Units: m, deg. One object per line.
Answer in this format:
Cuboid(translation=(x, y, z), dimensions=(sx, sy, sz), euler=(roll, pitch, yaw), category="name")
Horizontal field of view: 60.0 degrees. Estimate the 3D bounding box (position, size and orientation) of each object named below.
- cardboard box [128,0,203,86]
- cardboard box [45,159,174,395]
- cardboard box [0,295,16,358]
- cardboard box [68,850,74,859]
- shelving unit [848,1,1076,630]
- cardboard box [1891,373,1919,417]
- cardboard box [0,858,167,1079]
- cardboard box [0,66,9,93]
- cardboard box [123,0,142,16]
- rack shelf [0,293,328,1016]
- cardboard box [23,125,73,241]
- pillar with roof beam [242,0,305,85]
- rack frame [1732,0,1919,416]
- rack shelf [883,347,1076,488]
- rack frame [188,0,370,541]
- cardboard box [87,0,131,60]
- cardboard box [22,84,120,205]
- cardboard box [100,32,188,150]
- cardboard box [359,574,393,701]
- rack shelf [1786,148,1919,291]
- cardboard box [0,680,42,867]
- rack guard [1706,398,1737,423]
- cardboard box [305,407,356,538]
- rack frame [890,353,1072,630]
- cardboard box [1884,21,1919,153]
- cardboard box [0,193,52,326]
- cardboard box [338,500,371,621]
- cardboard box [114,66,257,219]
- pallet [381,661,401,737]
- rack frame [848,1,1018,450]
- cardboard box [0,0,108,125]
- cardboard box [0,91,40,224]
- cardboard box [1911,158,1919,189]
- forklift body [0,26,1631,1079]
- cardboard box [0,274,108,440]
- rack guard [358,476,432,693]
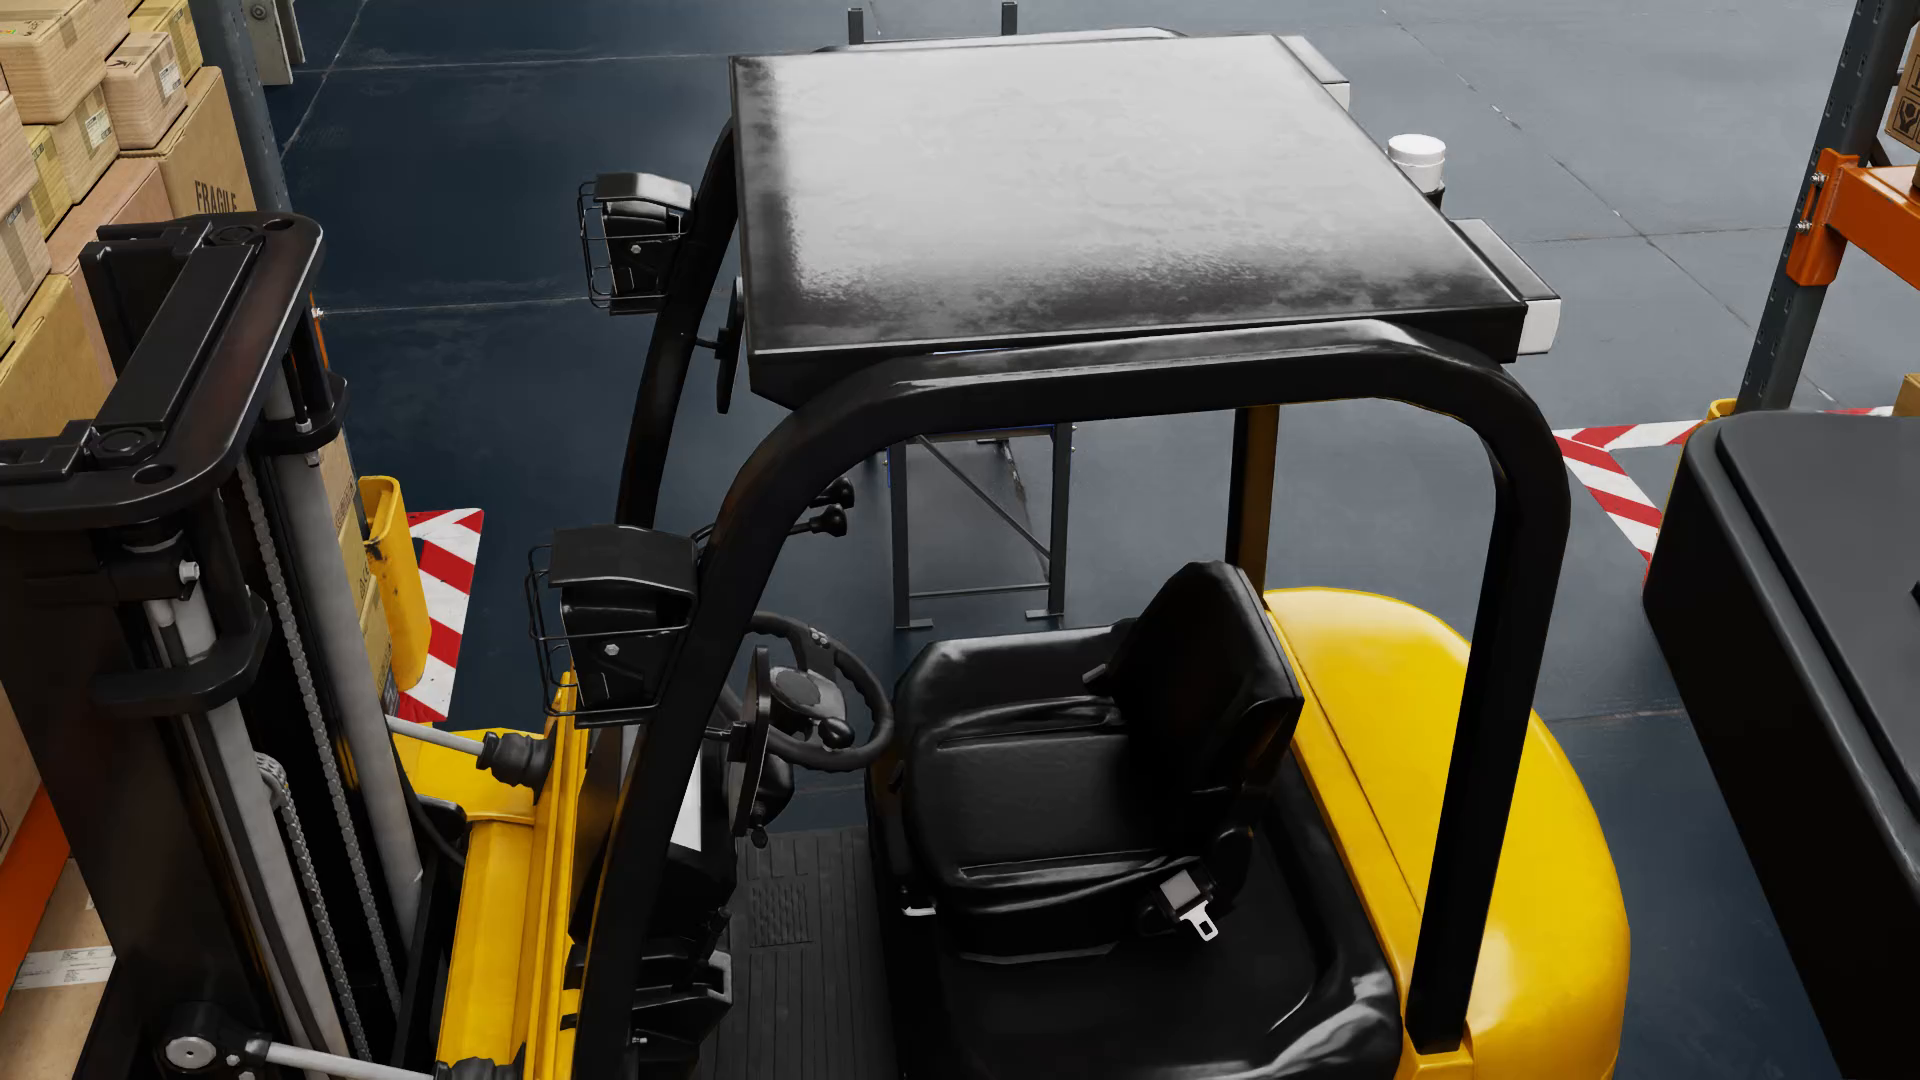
Cuboid(translation=(-1.782, -0.993, 3.379), dimensions=(0.380, 0.149, 0.250), euler=(-4, 34, -6), category="cardboard box")
Cuboid(translation=(-1.719, -0.352, 3.015), dimensions=(0.500, 0.500, 0.500), euler=(-3, 34, -5), category="cardboard box")
Cuboid(translation=(-1.585, -0.279, 2.331), dimensions=(0.380, 0.149, 0.250), euler=(-4, 34, -6), category="cardboard box")
Cuboid(translation=(-1.583, 0.492, 3.045), dimensions=(0.500, 0.250, 0.500), euler=(-4, 34, -6), category="cardboard box")
Cuboid(translation=(-0.011, -0.667, 4.897), dimensions=(0.538, 1.500, 1.048), euler=(-4, 35, -6), category="shelving unit")
Cuboid(translation=(2.650, -0.097, 4.131), dimensions=(0.500, 0.500, 0.500), euler=(-5, 35, -8), category="cardboard box")
Cuboid(translation=(-1.522, 0.776, 2.629), dimensions=(0.500, 0.250, 0.500), euler=(-5, 35, -7), category="cardboard box")
Cuboid(translation=(-1.763, -0.681, 2.656), dimensions=(0.380, 0.149, 0.250), euler=(-4, 34, -6), category="cardboard box")
Cuboid(translation=(-1.849, -1.104, 3.278), dimensions=(0.380, 0.149, 0.250), euler=(-4, 35, -6), category="cardboard box")
Cuboid(translation=(-1.837, 0.557, 2.407), dimensions=(1.077, 0.370, 4.000), euler=(-4, 35, -6), category="rack shelf")
Cuboid(translation=(-1.722, -0.564, 2.749), dimensions=(0.380, 0.149, 0.250), euler=(-5, 35, -7), category="cardboard box")
Cuboid(translation=(0.553, -6.552, 6.874), dimensions=(9.100, 9.000, 0.400), euler=(-4, 35, -6), category="pillar with roof beam")
Cuboid(translation=(2.812, -1.234, 4.397), dimensions=(1.000, 3.000, 0.127), euler=(-4, 35, -6), category="rack frame")
Cuboid(translation=(-0.011, -0.519, 4.999), dimensions=(0.538, 0.185, 1.000), euler=(-4, 35, -6), category="rack shelf")
Cuboid(translation=(-2.106, -0.856, 3.842), dimensions=(1.000, 3.000, 0.127), euler=(-4, 35, -6), category="rack frame")
Cuboid(translation=(-1.785, -0.969, 3.079), dimensions=(0.380, 0.149, 0.250), euler=(-4, 35, -6), category="cardboard box")
Cuboid(translation=(-1.744, -0.703, 2.954), dimensions=(0.380, 0.149, 0.250), euler=(-4, 34, -5), category="cardboard box")
Cuboid(translation=(-1.718, -0.853, 3.173), dimensions=(0.380, 0.149, 0.250), euler=(-4, 34, -6), category="cardboard box")
Cuboid(translation=(-1.730, 0.345, 4.149), dimensions=(0.500, 0.250, 0.500), euler=(-4, 34, -6), category="cardboard box")
Cuboid(translation=(3.081, 0.179, 2.962), dimensions=(1.077, 0.370, 4.000), euler=(-4, 35, -6), category="rack shelf")
Cuboid(translation=(-1.571, 0.213, 2.185), dimensions=(0.500, 0.500, 0.500), euler=(-4, 34, -6), category="cardboard box")
Cuboid(translation=(2.822, -0.159, 5.039), dimensions=(1.175, 0.500, 0.348), euler=(-4, 35, -6), category="rack guard")
Cuboid(translation=(-1.735, -0.073, 3.874), dimensions=(0.500, 0.250, 0.500), euler=(-3, 34, -5), category="cardboard box")
Cuboid(translation=(0.057, -0.384, 4.481), dimensions=(0.500, 1.500, 0.032), euler=(-4, 35, -6), category="rack frame")
Cuboid(translation=(2.601, -1.113, 3.866), dimensions=(0.500, 0.500, 0.500), euler=(-5, 35, -7), category="cardboard box")
Cuboid(translation=(-1.639, -0.419, 2.536), dimensions=(0.380, 0.149, 0.250), euler=(-5, 35, -8), category="cardboard box")
Cuboid(translation=(-1.731, 0.148, 3.994), dimensions=(0.500, 0.250, 0.500), euler=(-5, 35, -7), category="cardboard box")
Cuboid(translation=(-1.780, -0.643, 3.440), dimensions=(0.500, 0.500, 0.500), euler=(-5, 35, -7), category="cardboard box")
Cuboid(translation=(-1.962, 0.720, 4.006), dimensions=(1.003, 0.211, 1.213), euler=(-4, 35, -6), category="pallet")
Cuboid(translation=(-0.080, -0.951, 5.314), dimensions=(0.500, 1.500, 0.032), euler=(-4, 35, -6), category="rack frame")
Cuboid(translation=(-1.723, -0.825, 2.868), dimensions=(0.380, 0.149, 0.250), euler=(-4, 34, -5), category="cardboard box")
Cuboid(translation=(-1.618, -0.544, 2.455), dimensions=(0.380, 0.149, 0.250), euler=(-4, 34, -5), category="cardboard box")
Cuboid(translation=(2.653, -0.925, 4.167), dimensions=(0.380, 0.149, 0.250), euler=(-4, 35, -6), category="cardboard box")
Cuboid(translation=(-0.043, 0.415, 2.731), dimensions=(2.313, 2.155, 1.214), euler=(-4, 35, -6), category="forklift body")
Cuboid(translation=(-1.650, -0.066, 2.595), dimensions=(0.500, 0.500, 0.500), euler=(-5, 35, -7), category="cardboard box")
Cuboid(translation=(-2.109, 0.164, 4.566), dimensions=(1.175, 0.500, 0.348), euler=(-4, 35, -6), category="rack guard")
